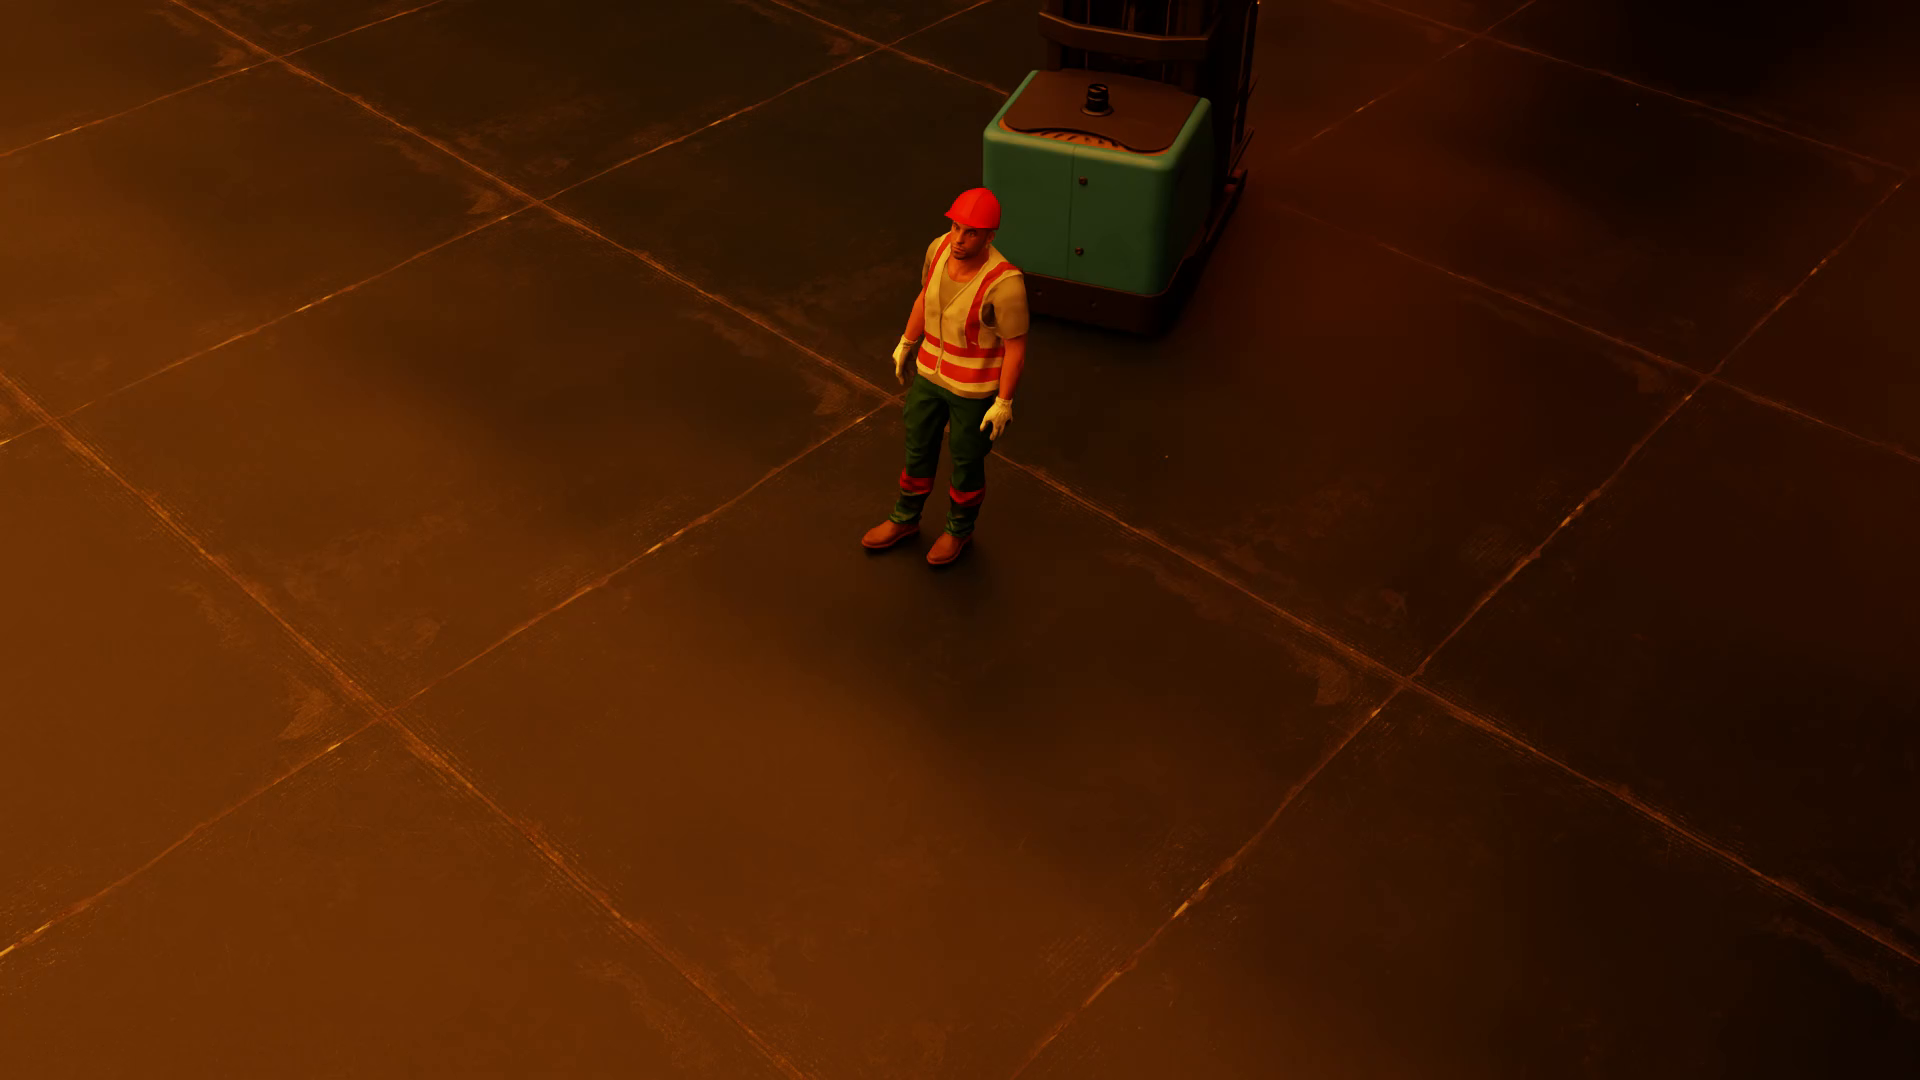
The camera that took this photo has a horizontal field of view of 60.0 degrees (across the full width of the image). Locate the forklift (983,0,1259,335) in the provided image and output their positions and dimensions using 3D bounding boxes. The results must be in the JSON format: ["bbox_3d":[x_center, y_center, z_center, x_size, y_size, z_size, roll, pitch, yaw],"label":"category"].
[{"bbox_3d":[1.102,-3.169,9.122,1.130,2.935,3.031,14,43,16],"label":"forklift"}]

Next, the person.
[{"bbox_3d":[-0.063,-0.650,7.052,0.638,1.789,0.562,31,49,31],"label":"person"}]
